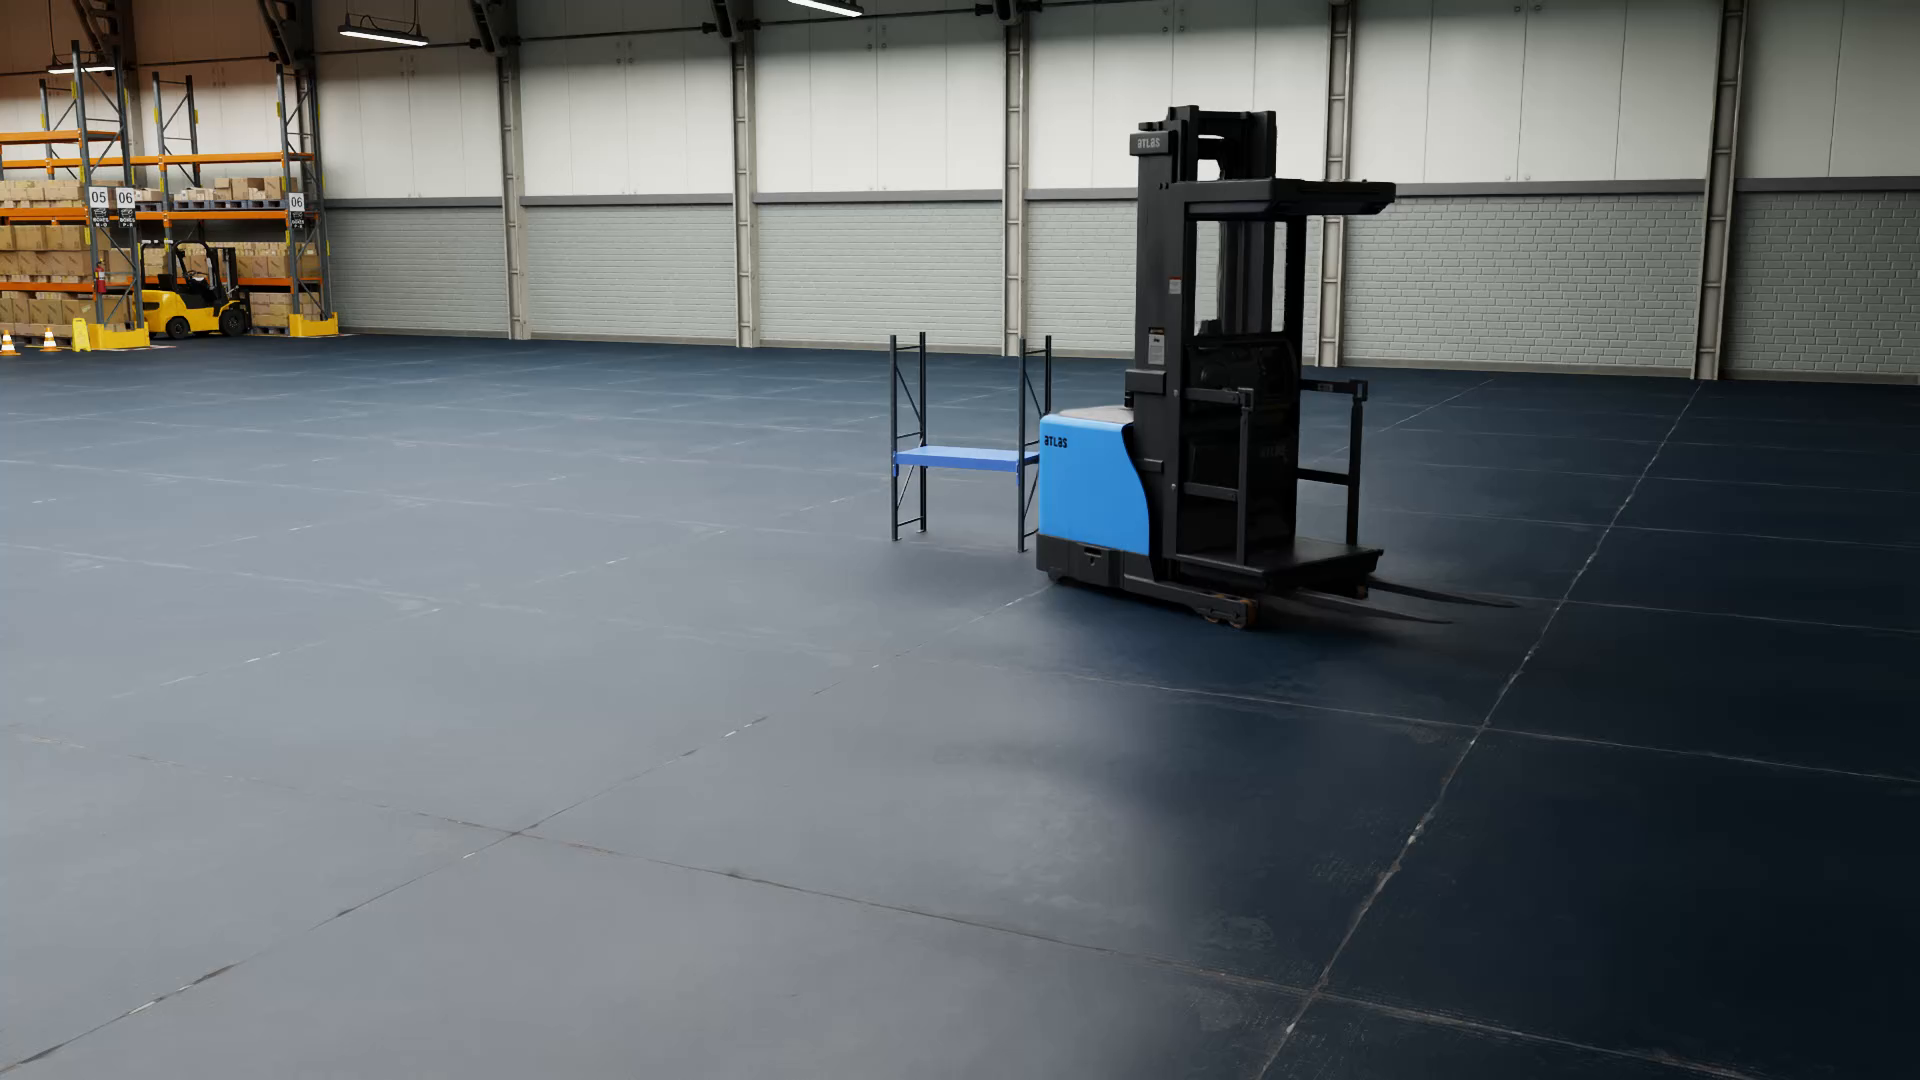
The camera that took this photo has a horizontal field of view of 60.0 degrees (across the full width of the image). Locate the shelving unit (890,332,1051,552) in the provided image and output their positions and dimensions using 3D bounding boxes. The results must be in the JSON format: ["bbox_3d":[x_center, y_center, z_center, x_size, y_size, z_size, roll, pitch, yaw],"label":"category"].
[{"bbox_3d":[0.077,-0.731,12.060,1.048,1.500,0.538,5,11,26],"label":"shelving unit"}]

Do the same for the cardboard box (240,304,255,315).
[{"bbox_3d":[-16.375,-5.362,38.574,0.500,0.250,0.500,5,11,25],"label":"cardboard box"}]

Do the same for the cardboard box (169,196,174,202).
[{"bbox_3d":[-19.144,-8.217,40.034,0.250,0.149,0.380,5,11,26],"label":"cardboard box"}]

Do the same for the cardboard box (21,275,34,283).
[{"bbox_3d":[-19.141,-5.400,34.352,0.250,0.149,0.380,5,11,26],"label":"cardboard box"}]

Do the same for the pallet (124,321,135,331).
[{"bbox_3d":[-20.246,-5.286,40.847,1.213,0.211,1.003,5,11,26],"label":"pallet"}]

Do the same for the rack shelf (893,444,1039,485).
[{"bbox_3d":[0.077,-0.554,12.092,1.000,0.185,0.538,5,11,26],"label":"rack shelf"}]

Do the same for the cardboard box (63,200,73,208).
[{"bbox_3d":[-17.757,-6.753,33.402,0.250,0.149,0.380,5,11,26],"label":"cardboard box"}]

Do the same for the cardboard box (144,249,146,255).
[{"bbox_3d":[-19.605,-6.915,39.915,0.250,0.149,0.380,5,11,24],"label":"cardboard box"}]

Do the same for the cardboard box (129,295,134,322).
[{"bbox_3d":[-19.635,-5.651,40.518,0.625,0.625,0.875,5,11,25],"label":"cardboard box"}]

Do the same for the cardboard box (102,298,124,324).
[{"bbox_3d":[-17.698,-4.735,34.404,0.500,0.500,0.500,5,11,24],"label":"cardboard box"}]

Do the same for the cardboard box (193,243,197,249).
[{"bbox_3d":[-17.808,-6.928,39.151,0.250,0.149,0.380,5,11,25],"label":"cardboard box"}]

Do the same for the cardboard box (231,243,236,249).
[{"bbox_3d":[-16.675,-6.825,38.580,0.250,0.149,0.380,5,11,27],"label":"cardboard box"}]

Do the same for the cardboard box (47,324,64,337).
[{"bbox_3d":[-18.381,-4.319,34.213,0.500,0.250,0.500,5,11,26],"label":"cardboard box"}]

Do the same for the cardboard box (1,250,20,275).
[{"bbox_3d":[-19.487,-5.757,34.499,0.500,0.500,0.500,5,11,25],"label":"cardboard box"}]

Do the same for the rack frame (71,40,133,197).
[{"bbox_3d":[-17.076,-8.355,33.124,0.127,3.000,1.000,5,11,26],"label":"rack frame"}]

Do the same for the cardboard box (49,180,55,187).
[{"bbox_3d":[-18.166,-7.199,33.627,0.250,0.149,0.380,5,11,26],"label":"cardboard box"}]

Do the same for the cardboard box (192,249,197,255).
[{"bbox_3d":[-17.821,-6.776,39.144,0.250,0.149,0.380,5,11,26],"label":"cardboard box"}]

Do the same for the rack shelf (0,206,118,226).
[{"bbox_3d":[-18.869,-6.682,34.326,4.000,0.370,1.077,5,11,26],"label":"rack shelf"}]

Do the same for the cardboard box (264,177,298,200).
[{"bbox_3d":[-15.387,-7.973,37.696,0.500,0.500,0.500,5,12,28],"label":"cardboard box"}]

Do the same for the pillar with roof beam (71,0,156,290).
[{"bbox_3d":[-22.394,-9.132,37.418,0.548,9.000,9.100,5,11,26],"label":"pillar with roof beam"}]

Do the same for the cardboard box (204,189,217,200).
[{"bbox_3d":[-17.273,-8.011,38.566,0.258,0.266,0.396,5,11,24],"label":"cardboard box"}]

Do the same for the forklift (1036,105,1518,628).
[{"bbox_3d":[1.814,-1.040,9.746,1.130,2.935,3.031,-8,13,-38],"label":"forklift"}]

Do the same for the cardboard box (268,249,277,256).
[{"bbox_3d":[-15.560,-6.562,37.963,0.250,0.149,0.380,5,12,27],"label":"cardboard box"}]

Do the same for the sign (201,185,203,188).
[{"bbox_3d":[-18.226,-8.369,39.952,0.005,0.325,0.100,5,11,26],"label":"sign"}]

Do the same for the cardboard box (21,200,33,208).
[{"bbox_3d":[-18.916,-6.852,33.952,0.250,0.149,0.380,5,11,25],"label":"cardboard box"}]

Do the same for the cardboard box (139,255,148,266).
[{"bbox_3d":[-19.488,-6.720,39.957,0.500,0.250,0.500,5,11,24],"label":"cardboard box"}]

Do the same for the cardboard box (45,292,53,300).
[{"bbox_3d":[-18.492,-5.004,34.073,0.250,0.149,0.380,5,12,27],"label":"cardboard box"}]

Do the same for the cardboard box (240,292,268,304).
[{"bbox_3d":[-16.351,-5.605,38.512,0.500,0.250,0.500,5,11,27],"label":"cardboard box"}]

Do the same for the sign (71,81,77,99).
[{"bbox_3d":[-17.339,-8.805,32.546,0.005,0.325,0.100,5,11,26],"label":"sign"}]

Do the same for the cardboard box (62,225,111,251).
[{"bbox_3d":[-17.630,-6.096,33.564,0.500,0.500,0.700,5,11,24],"label":"cardboard box"}]

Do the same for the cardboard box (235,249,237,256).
[{"bbox_3d":[-16.663,-6.678,38.603,0.250,0.149,0.380,5,11,25],"label":"cardboard box"}]

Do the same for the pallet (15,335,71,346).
[{"bbox_3d":[-18.947,-4.202,34.857,1.213,0.211,1.003,5,11,26],"label":"pallet"}]

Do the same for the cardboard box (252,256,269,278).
[{"bbox_3d":[-15.901,-6.284,38.248,0.500,0.500,0.500,5,12,28],"label":"cardboard box"}]

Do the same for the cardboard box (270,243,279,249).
[{"bbox_3d":[-15.532,-6.719,37.997,0.250,0.149,0.380,5,11,26],"label":"cardboard box"}]

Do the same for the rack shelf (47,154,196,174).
[{"bbox_3d":[-20.263,-9.070,40.218,4.000,0.370,1.077,5,11,26],"label":"rack shelf"}]

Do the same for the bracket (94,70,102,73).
[{"bbox_3d":[-21.018,-11.567,40.764,0.430,0.232,0.235,5,11,26],"label":"bracket"}]

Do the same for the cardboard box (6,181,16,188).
[{"bbox_3d":[-19.333,-7.292,34.141,0.250,0.149,0.380,5,11,25],"label":"cardboard box"}]

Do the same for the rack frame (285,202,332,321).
[{"bbox_3d":[-14.883,-6.196,38.040,0.127,3.000,1.000,5,11,26],"label":"rack frame"}]

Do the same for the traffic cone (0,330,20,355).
[{"bbox_3d":[-18.218,-3.778,31.806,0.334,0.463,0.336,5,11,26],"label":"traffic cone"}]

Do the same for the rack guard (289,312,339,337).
[{"bbox_3d":[-14.861,-4.964,38.253,0.348,0.500,1.175,5,11,26],"label":"rack guard"}]

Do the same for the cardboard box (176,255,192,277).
[{"bbox_3d":[-18.187,-6.483,39.350,0.500,0.500,0.500,5,11,24],"label":"cardboard box"}]

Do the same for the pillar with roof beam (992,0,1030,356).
[{"bbox_3d":[-0.871,-7.241,26.969,0.548,9.000,9.100,5,11,26],"label":"pillar with roof beam"}]

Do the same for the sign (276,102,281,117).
[{"bbox_3d":[-15.136,-9.561,36.943,0.005,0.325,0.100,5,11,26],"label":"sign"}]

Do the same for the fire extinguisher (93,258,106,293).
[{"bbox_3d":[-17.177,-5.282,33.209,0.183,0.674,0.296,5,11,26],"label":"fire extinguisher"}]

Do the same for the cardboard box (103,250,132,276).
[{"bbox_3d":[-17.378,-5.680,34.074,0.500,0.500,0.500,5,11,25],"label":"cardboard box"}]

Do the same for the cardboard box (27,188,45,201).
[{"bbox_3d":[-18.572,-7.028,33.805,0.500,0.250,0.500,5,12,27],"label":"cardboard box"}]

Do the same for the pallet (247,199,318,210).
[{"bbox_3d":[-15.505,-7.688,38.112,1.213,0.211,1.003,5,11,26],"label":"pallet"}]

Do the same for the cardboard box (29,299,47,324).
[{"bbox_3d":[-18.828,-4.728,34.368,0.500,0.500,0.500,5,11,24],"label":"cardboard box"}]

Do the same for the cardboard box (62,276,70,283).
[{"bbox_3d":[-18.002,-5.300,33.798,0.250,0.149,0.380,5,11,25],"label":"cardboard box"}]

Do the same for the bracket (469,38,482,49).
[{"bbox_3d":[-10.257,-10.621,35.539,0.430,0.232,0.235,5,11,26],"label":"bracket"}]

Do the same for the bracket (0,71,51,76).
[{"bbox_3d":[-23.329,-11.770,41.886,4.783,0.066,0.076,5,11,26],"label":"bracket"}]
